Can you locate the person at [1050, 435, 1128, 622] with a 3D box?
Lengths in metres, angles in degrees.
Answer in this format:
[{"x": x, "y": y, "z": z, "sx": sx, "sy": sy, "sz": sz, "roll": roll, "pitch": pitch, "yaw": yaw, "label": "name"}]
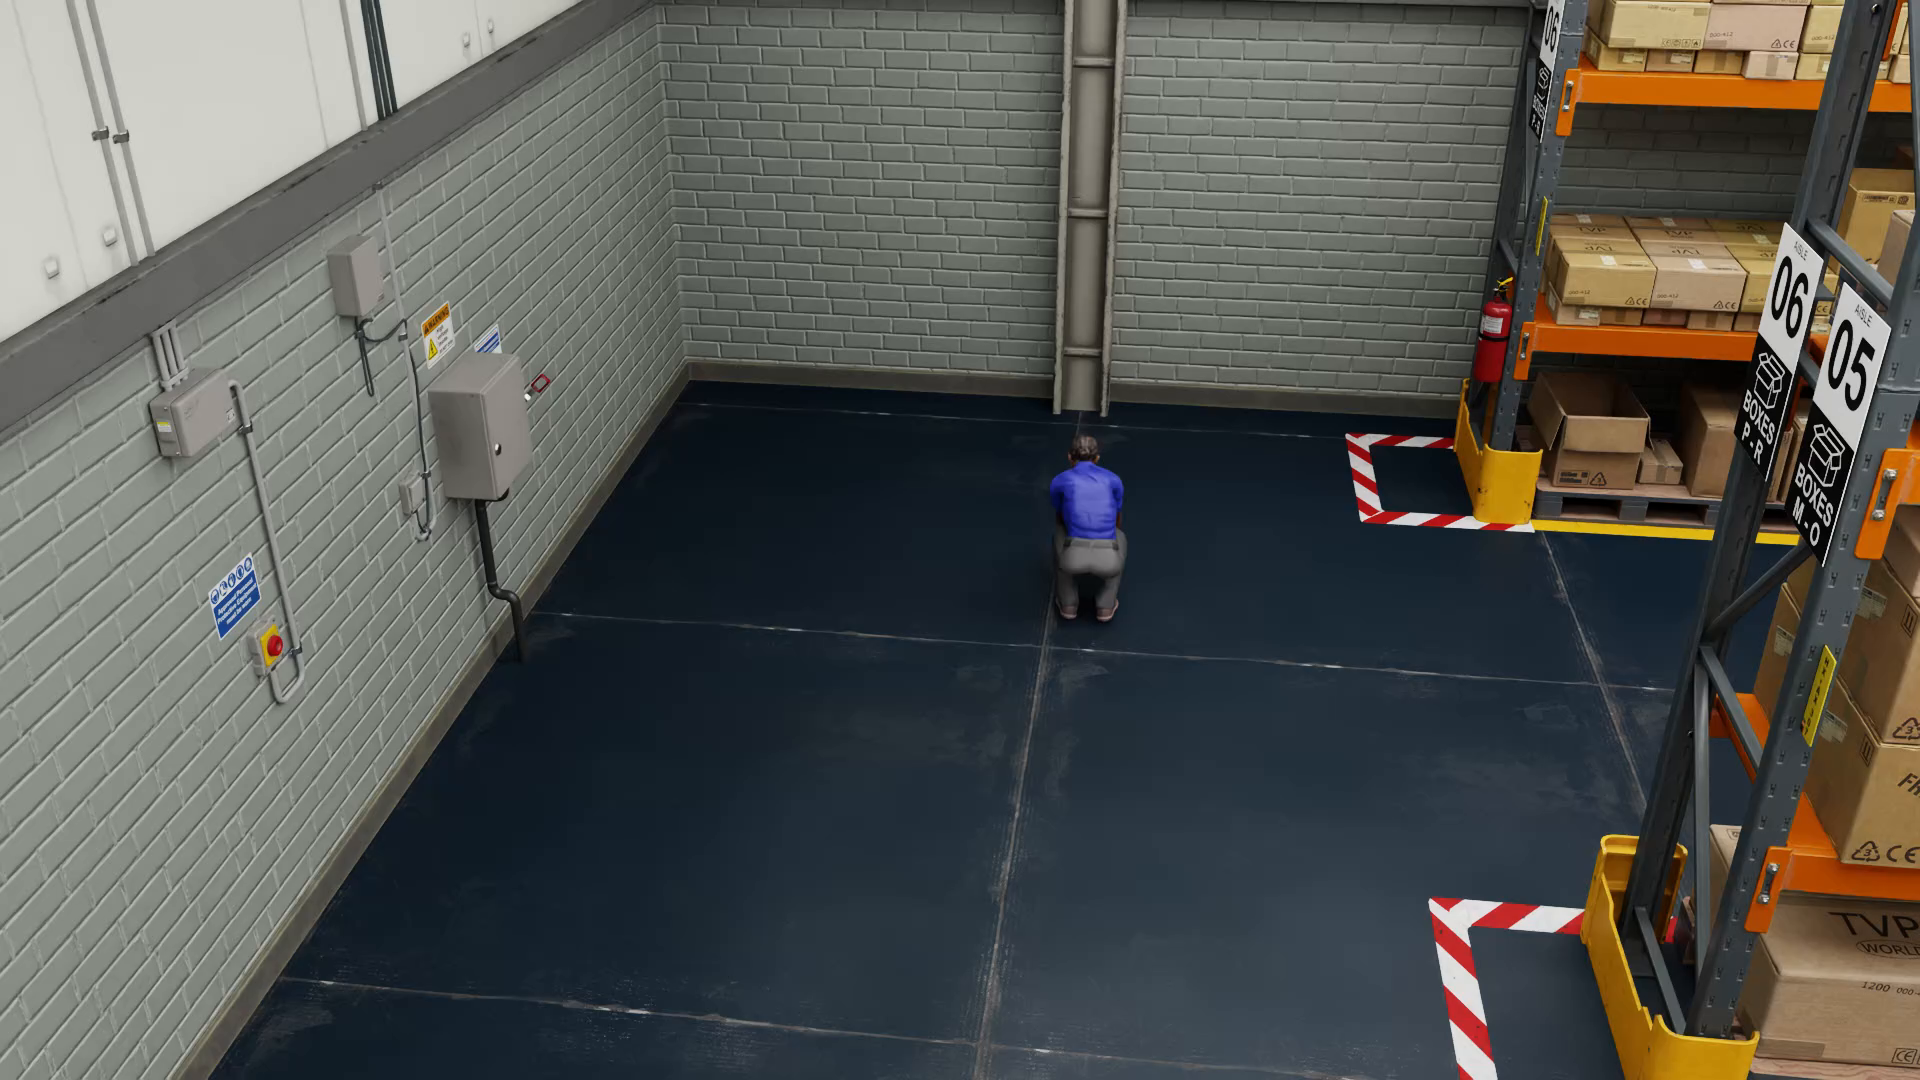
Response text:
[{"x": 0.730, "y": -0.052, "z": 9.472, "sx": 0.458, "sy": 0.960, "sz": 0.813, "roll": 3, "pitch": 29, "yaw": 5, "label": "person"}]
